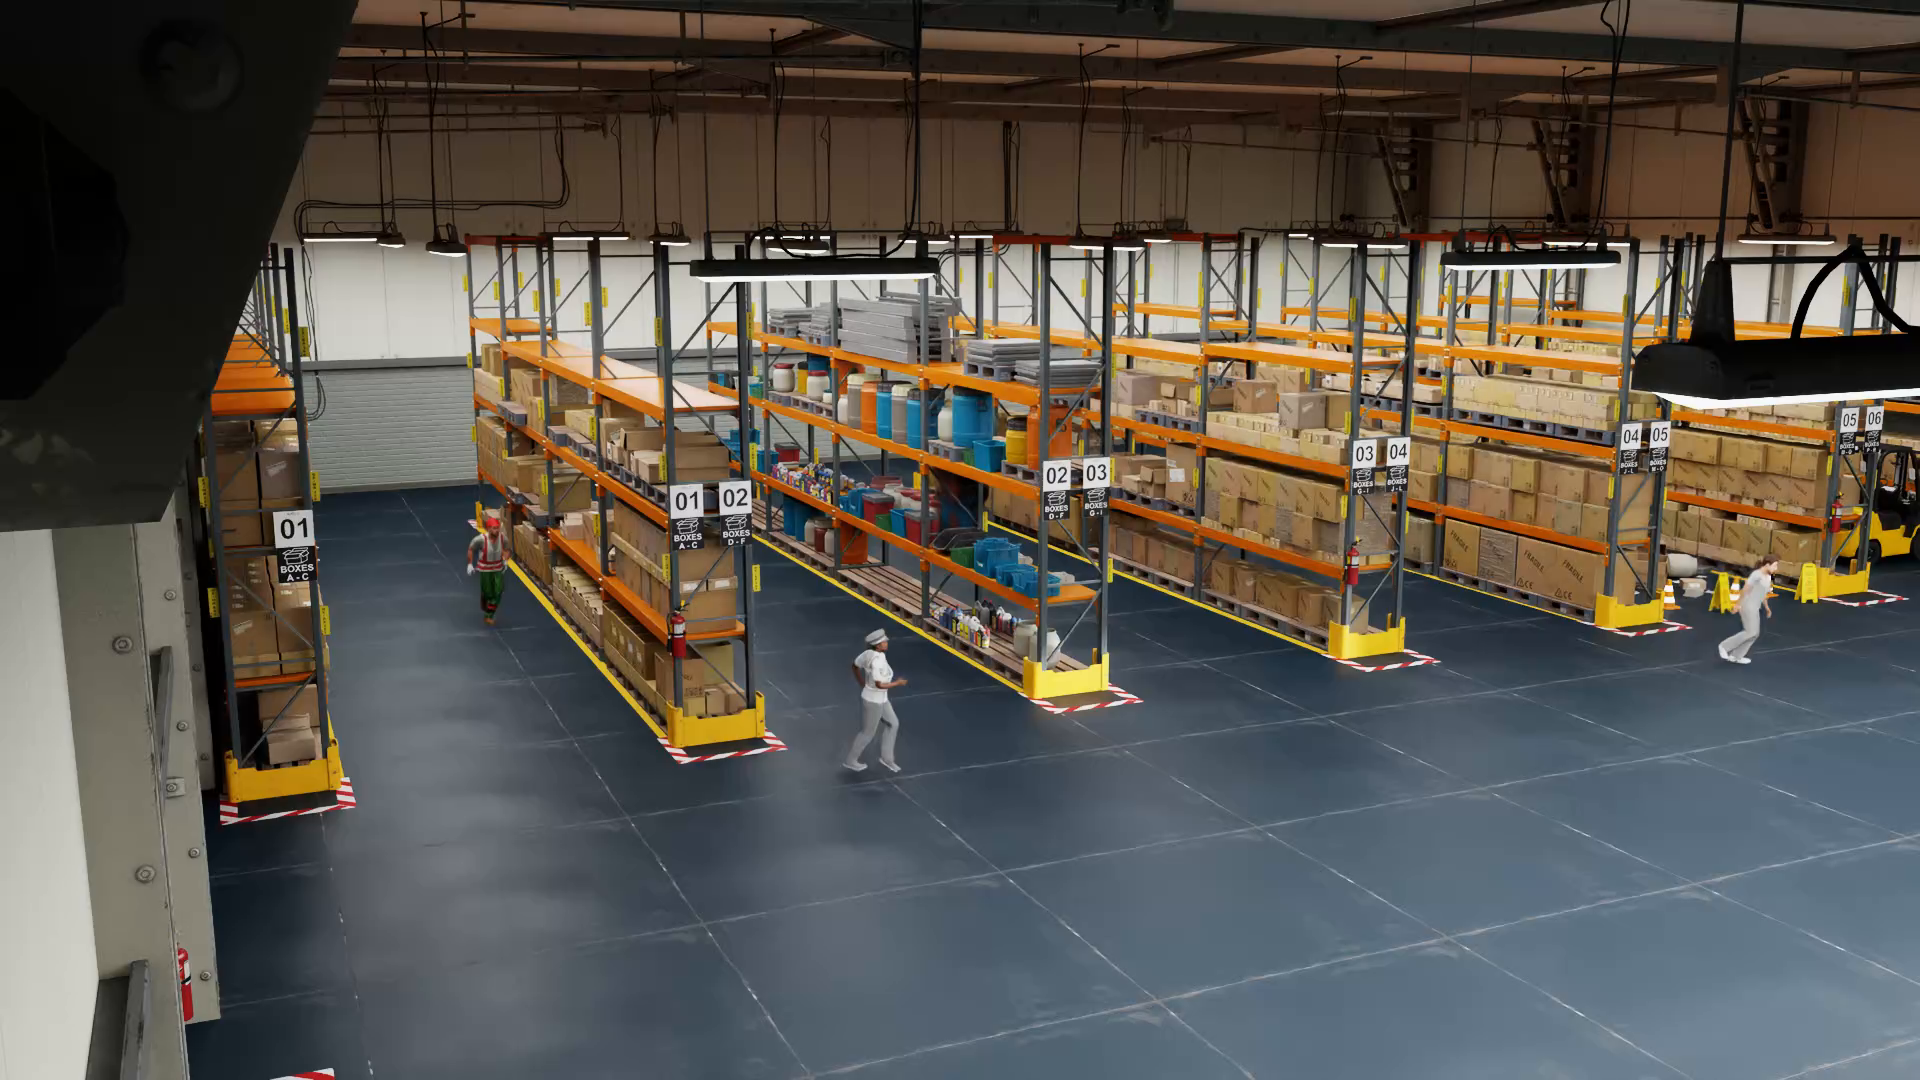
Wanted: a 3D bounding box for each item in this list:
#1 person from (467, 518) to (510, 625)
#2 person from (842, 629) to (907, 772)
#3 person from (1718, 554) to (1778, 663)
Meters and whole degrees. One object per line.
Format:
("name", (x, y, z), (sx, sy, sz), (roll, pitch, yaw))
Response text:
("person", (-7.415, 0.474, 26.211), (0.669, 1.713, 0.710), (-9, 14, -38))
("person", (-0.980, 1.878, 19.045), (0.760, 1.754, 0.553), (0, 11, -2))
("person", (11.299, 0.979, 23.839), (0.695, 1.596, 0.601), (-10, 15, -43))
